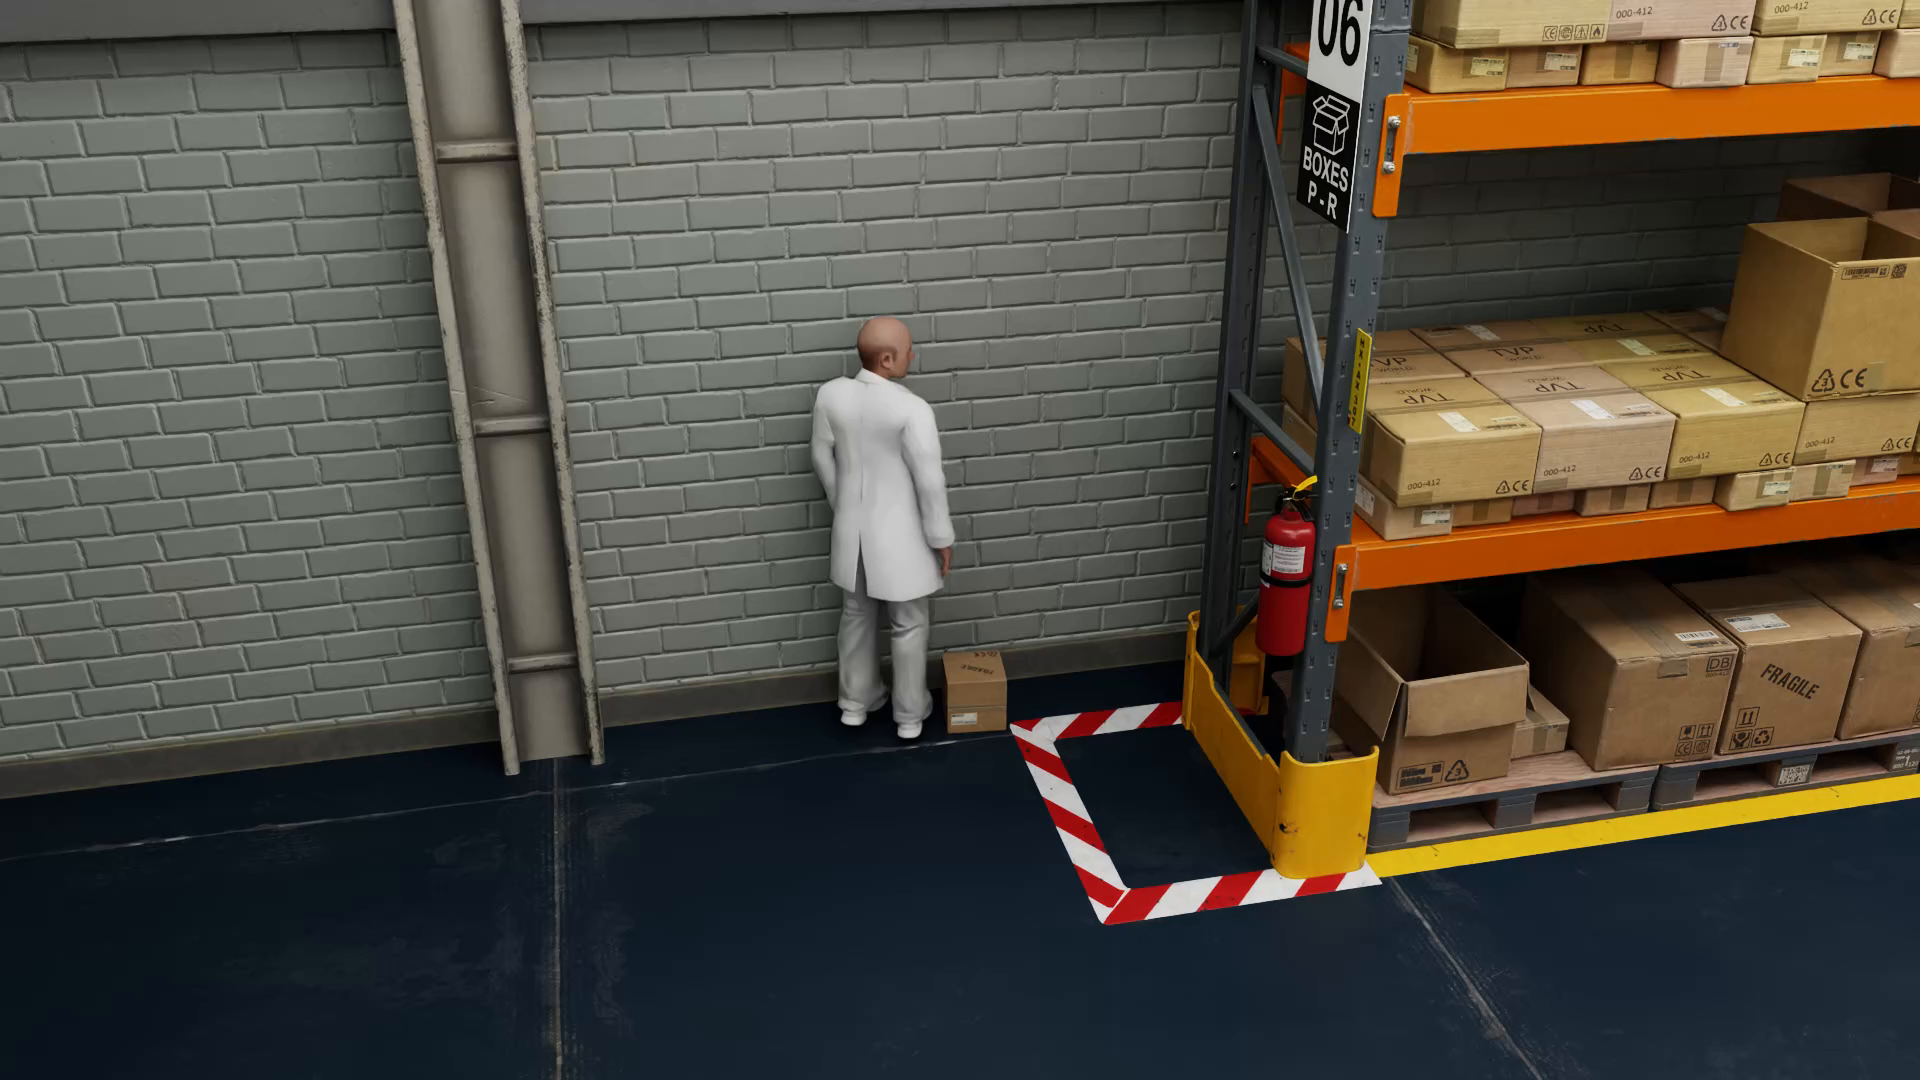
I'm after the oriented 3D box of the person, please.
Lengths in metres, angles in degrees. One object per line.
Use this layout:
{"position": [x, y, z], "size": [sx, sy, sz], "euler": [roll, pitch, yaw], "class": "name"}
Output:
{"position": [-0.275, -0.037, 6.667], "size": [0.626, 1.809, 0.427], "euler": [17, 31, 30], "class": "person"}
